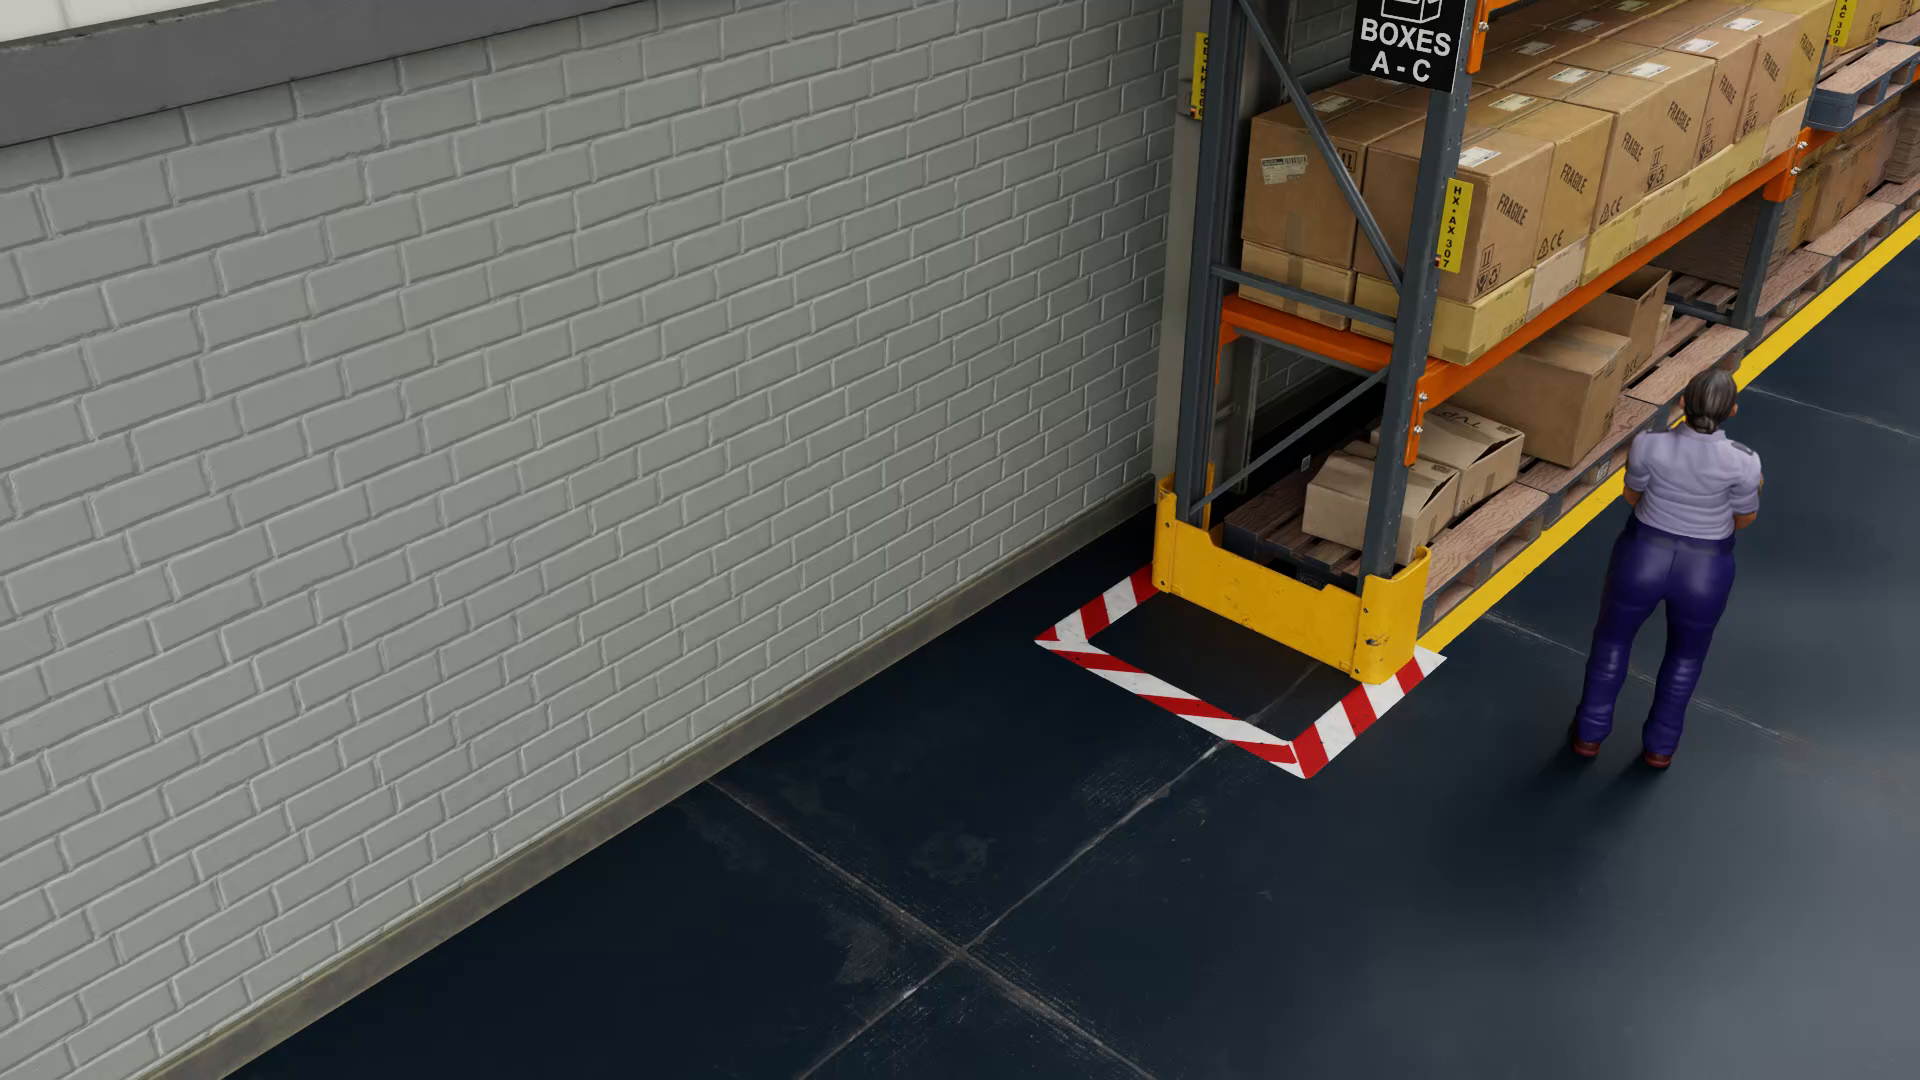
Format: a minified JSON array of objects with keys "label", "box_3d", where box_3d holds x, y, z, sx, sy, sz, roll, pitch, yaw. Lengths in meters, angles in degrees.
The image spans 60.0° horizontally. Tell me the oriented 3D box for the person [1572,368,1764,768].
[{"label":"person","box_3d":[2.582,0.077,6.034,0.453,1.640,0.514,15,35,23]}]
